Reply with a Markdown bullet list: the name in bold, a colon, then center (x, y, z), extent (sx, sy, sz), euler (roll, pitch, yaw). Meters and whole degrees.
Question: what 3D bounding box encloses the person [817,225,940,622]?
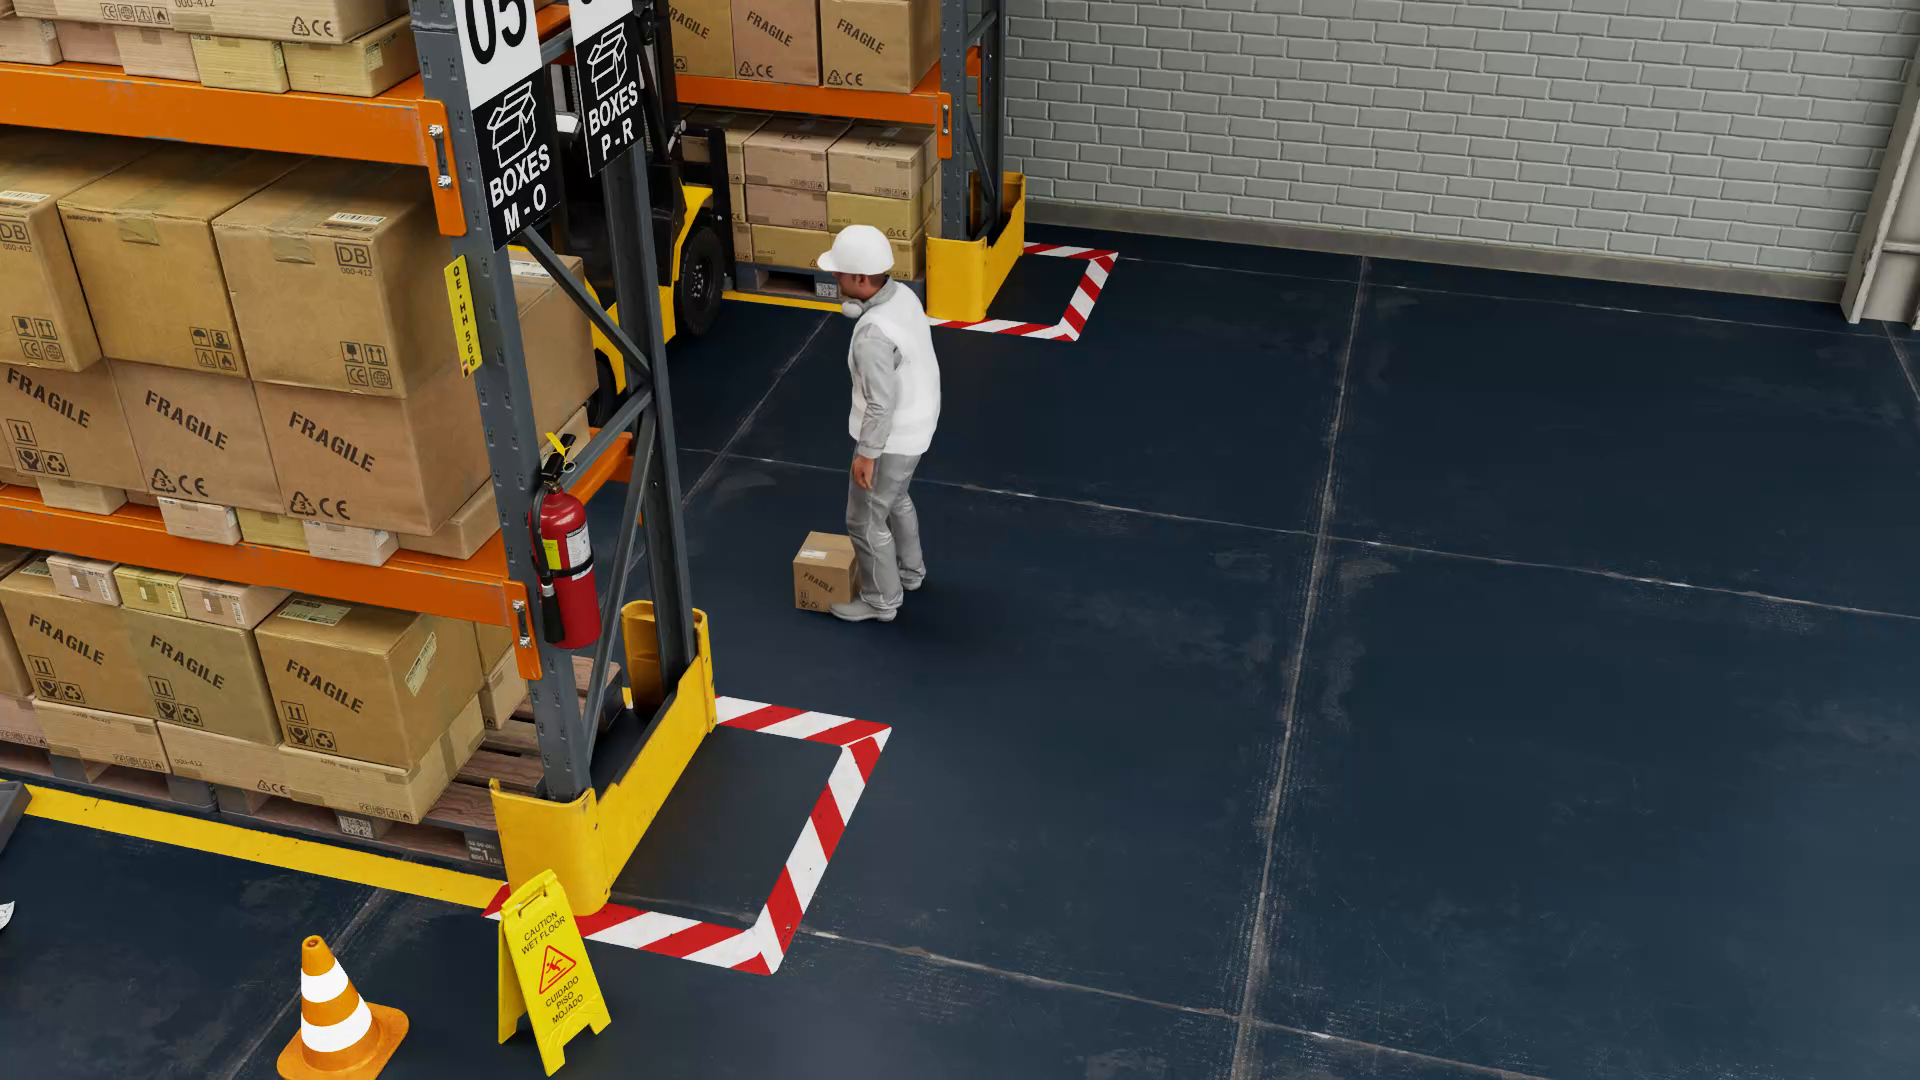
- **person**: center (-0.320, -0.459, 6.832), extent (0.476, 1.770, 0.591), euler (6, 33, 9)
